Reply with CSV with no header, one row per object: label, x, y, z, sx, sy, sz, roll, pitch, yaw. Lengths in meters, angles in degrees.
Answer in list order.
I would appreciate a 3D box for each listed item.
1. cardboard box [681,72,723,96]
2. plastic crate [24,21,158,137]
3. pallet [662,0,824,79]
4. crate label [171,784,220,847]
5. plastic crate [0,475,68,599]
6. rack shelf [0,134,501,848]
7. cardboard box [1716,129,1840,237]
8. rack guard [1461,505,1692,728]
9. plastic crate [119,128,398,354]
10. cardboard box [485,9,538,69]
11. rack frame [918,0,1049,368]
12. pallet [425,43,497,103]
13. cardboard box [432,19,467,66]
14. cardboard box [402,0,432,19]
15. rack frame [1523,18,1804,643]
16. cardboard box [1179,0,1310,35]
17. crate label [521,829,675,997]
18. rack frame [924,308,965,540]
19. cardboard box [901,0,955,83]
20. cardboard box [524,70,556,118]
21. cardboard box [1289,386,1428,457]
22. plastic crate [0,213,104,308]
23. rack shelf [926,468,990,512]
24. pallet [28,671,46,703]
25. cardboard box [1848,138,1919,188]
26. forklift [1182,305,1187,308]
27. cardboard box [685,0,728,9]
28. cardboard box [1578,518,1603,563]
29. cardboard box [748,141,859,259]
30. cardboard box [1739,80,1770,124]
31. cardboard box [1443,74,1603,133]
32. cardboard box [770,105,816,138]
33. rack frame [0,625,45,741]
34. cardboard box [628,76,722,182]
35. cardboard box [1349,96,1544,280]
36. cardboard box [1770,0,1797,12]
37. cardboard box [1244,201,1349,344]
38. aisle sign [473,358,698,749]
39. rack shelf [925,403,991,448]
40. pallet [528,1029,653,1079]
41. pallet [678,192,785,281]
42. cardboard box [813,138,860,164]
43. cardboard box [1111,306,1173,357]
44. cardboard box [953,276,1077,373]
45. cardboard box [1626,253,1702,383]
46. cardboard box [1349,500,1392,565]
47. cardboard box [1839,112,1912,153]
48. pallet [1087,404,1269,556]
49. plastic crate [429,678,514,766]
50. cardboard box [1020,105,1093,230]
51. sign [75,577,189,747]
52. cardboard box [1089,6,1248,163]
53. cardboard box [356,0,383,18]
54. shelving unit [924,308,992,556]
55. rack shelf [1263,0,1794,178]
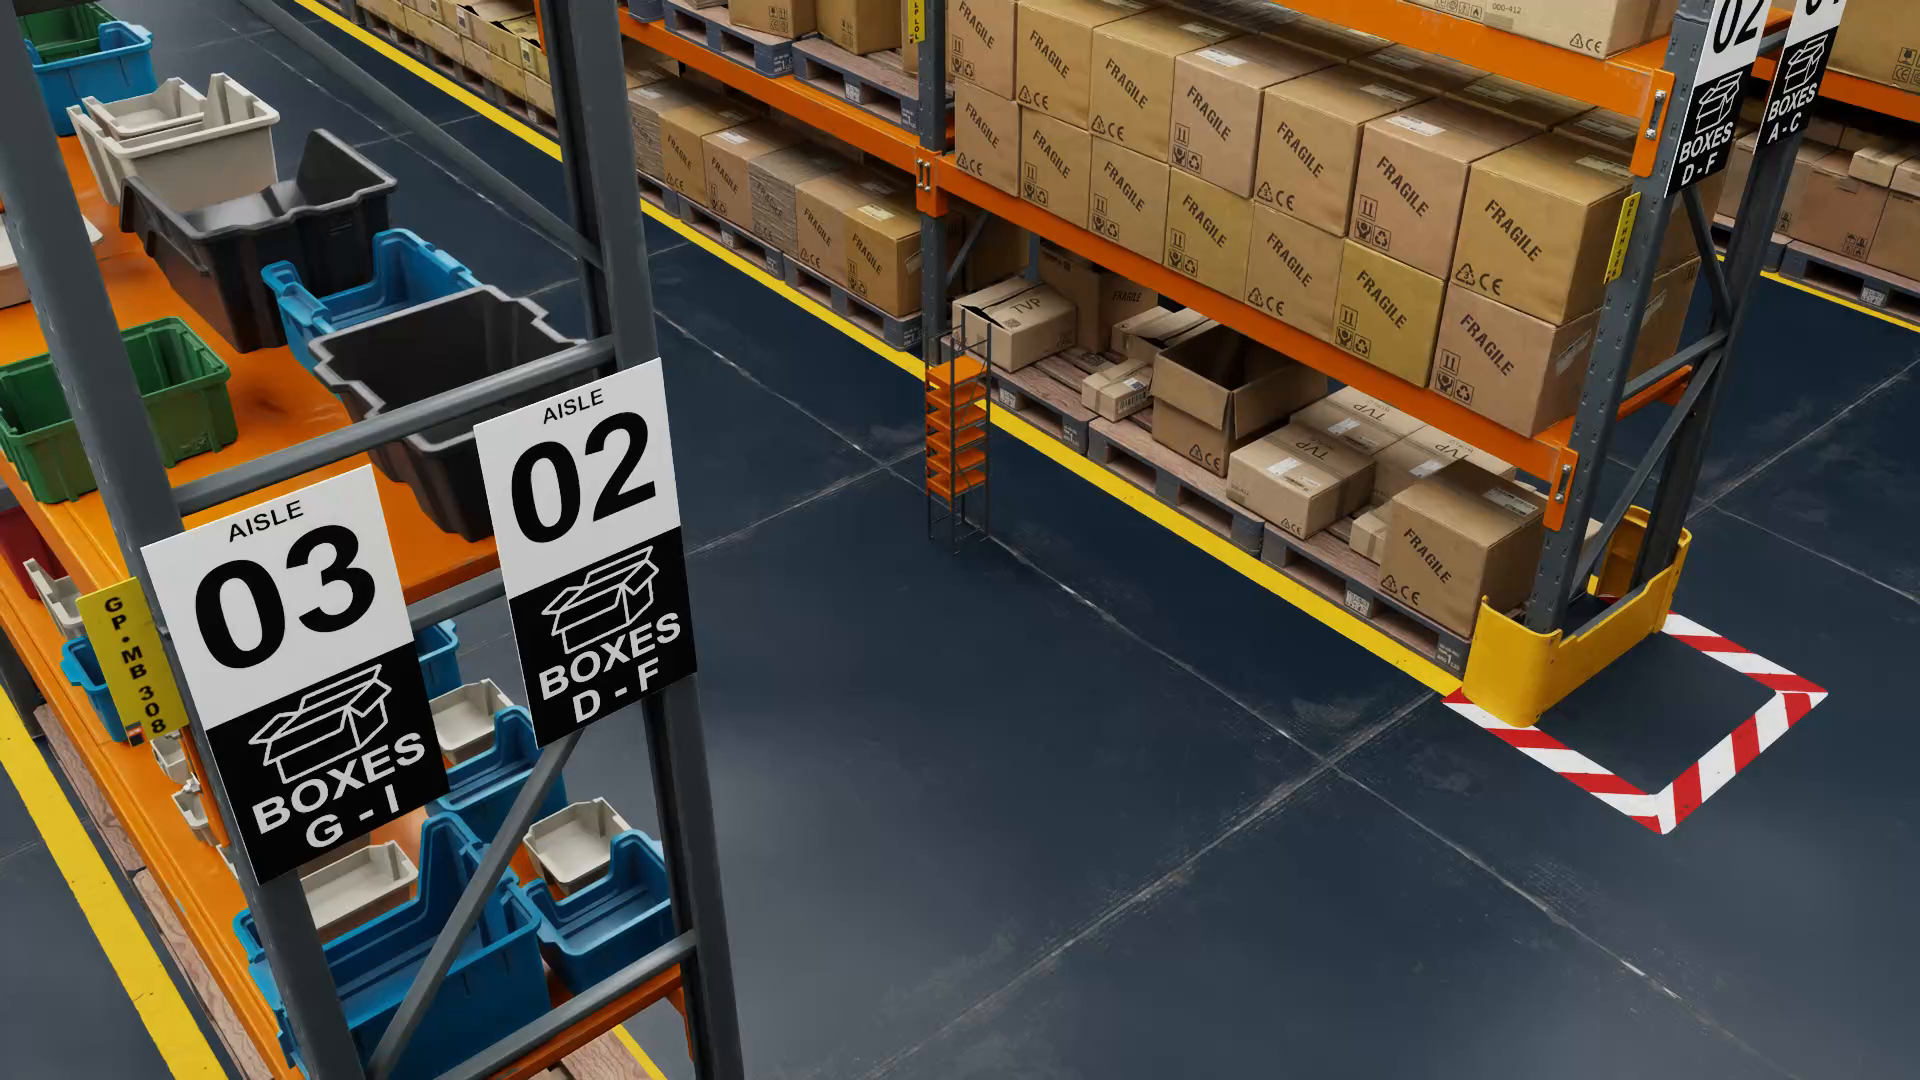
cardboard box,-1.598,-3.030,11.715,0.500,0.500,0.500,-24,42,-30
plastic crate,-2.755,-1.457,5.262,0.416,0.233,0.300,-26,43,-32
pallet,-1.123,-3.261,10.425,1.003,0.211,1.213,-26,43,-32
crate label,-2.044,0.725,4.807,0.396,0.136,0.243,-26,43,-32
plastic crate,-3.201,-0.147,5.755,0.402,0.464,0.583,-26,43,-32
rack shelf,-2.295,-0.632,4.574,1.077,0.370,4.000,-26,43,-32
cardboard box,5.387,-2.379,10.813,0.700,0.500,0.500,-28,44,-33
rack guard,2.733,0.322,7.362,1.175,0.500,0.348,-26,43,-32
plastic crate,-1.781,-0.794,4.234,0.504,0.338,0.767,-26,43,-32
cardboard box,-3.248,-3.841,12.608,0.500,0.311,0.500,-27,43,-32
rack frame,0.200,-2.430,9.086,1.000,3.000,0.127,-26,43,-32
pallet,-3.666,-3.975,13.679,1.003,0.211,1.213,-26,43,-32
cardboard box,-3.899,-4.062,13.406,0.500,0.250,0.500,-25,42,-31
cardboard box,-4.232,-4.514,13.559,0.500,0.311,0.500,-28,44,-33
rack frame,2.782,-0.664,6.592,1.000,3.000,0.127,-26,43,-32
cardboard box,1.382,-2.304,7.957,0.500,0.500,0.500,-26,43,-31
crate label,-0.913,0.994,4.344,0.416,0.233,0.303,-26,43,-32
rack frame,-0.068,-0.536,7.969,0.240,1.200,0.006,-26,43,-32
cardboard box,0.065,-2.935,9.349,0.500,0.500,0.700,19,39,24
cardboard box,-2.907,-3.387,12.452,0.500,0.250,0.500,-25,42,-31
cardboard box,2.002,-0.509,8.372,0.500,0.250,0.500,-26,43,-32
plastic crate,-2.528,-0.754,4.353,0.437,0.136,0.530,-26,43,-32
rack shelf,-0.009,-0.264,8.077,0.258,0.103,0.180,-26,43,-32
pallet,-4.052,0.197,7.788,1.003,0.211,1.213,-26,43,-32
cardboard box,5.648,-2.302,10.144,0.380,0.149,0.250,-25,42,-31
forklift,1.496,-3.407,10.525,1.130,2.935,3.031,-10,37,-14
cardboard box,-1.444,-3.697,10.425,0.700,0.500,0.500,-18,39,-24
cardboard box,2.774,0.007,7.731,0.380,0.149,0.250,-26,43,-32
cardboard box,-0.973,-2.143,10.463,0.500,0.500,0.500,-25,43,-31
cardboard box,5.286,-2.891,10.976,0.380,0.149,0.250,-27,43,-33
cardboard box,2.354,-1.635,7.012,0.500,0.500,0.500,-26,43,-31
cardboard box,-0.895,-2.863,10.830,0.500,0.250,0.500,-27,43,-33
rack frame,-3.586,-0.584,6.480,1.000,3.000,0.127,-26,43,-32
cardboard box,-1.963,-2.819,11.417,0.500,0.500,0.500,-28,44,-33
cardboard box,1.958,-1.430,6.722,0.500,0.500,0.500,-25,42,-31
cardboard box,5.264,-3.514,10.357,0.980,0.700,0.700,-28,44,-34
cardboard box,1.629,-1.251,7.335,0.500,0.500,0.500,-26,43,-31
aisle sign,-0.731,0.042,3.346,0.394,0.787,0.004,-26,43,-32
rack shelf,-0.009,-0.558,7.869,0.258,0.103,0.180,-26,43,-32
pallet,-1.507,1.941,5.326,1.003,0.211,1.213,-26,43,-32
pallet,-1.145,-2.176,11.140,1.003,0.211,1.213,-26,43,-32
cardboard box,-0.595,-2.349,10.753,0.500,0.500,0.500,-25,43,-31
cardboard box,1.072,-1.157,9.375,0.380,0.149,0.250,-26,43,-32
cardboard box,0.306,-1.246,9.360,0.500,0.311,0.500,-26,43,-32
cardboard box,2.697,-0.999,6.979,0.500,0.500,0.500,-25,42,-31
cardboard box,2.050,-0.048,7.793,0.380,0.166,0.250,-26,43,-32
cardboard box,5.780,-2.554,10.500,0.380,0.149,0.250,-26,43,-31
pallet,1.434,-0.450,8.702,1.003,0.211,1.213,-26,43,-32
plastic crate,-1.494,0.561,5.039,0.250,0.136,0.298,-26,43,-32
cardboard box,0.654,-1.919,8.278,0.500,0.500,0.500,-25,42,-31
sign,-1.414,0.213,2.850,0.100,0.325,0.005,-26,43,-32
cardboard box,0.954,-2.111,7.684,0.500,0.500,0.500,-27,44,-33
cardboard box,-4.891,-4.741,14.364,0.500,0.250,0.500,-27,43,-33
shelving unit,-0.009,-0.496,7.912,0.258,1.200,0.189,-26,43,-32
rack shelf,1.491,-2.478,7.180,1.077,0.370,4.000,-26,43,-32
